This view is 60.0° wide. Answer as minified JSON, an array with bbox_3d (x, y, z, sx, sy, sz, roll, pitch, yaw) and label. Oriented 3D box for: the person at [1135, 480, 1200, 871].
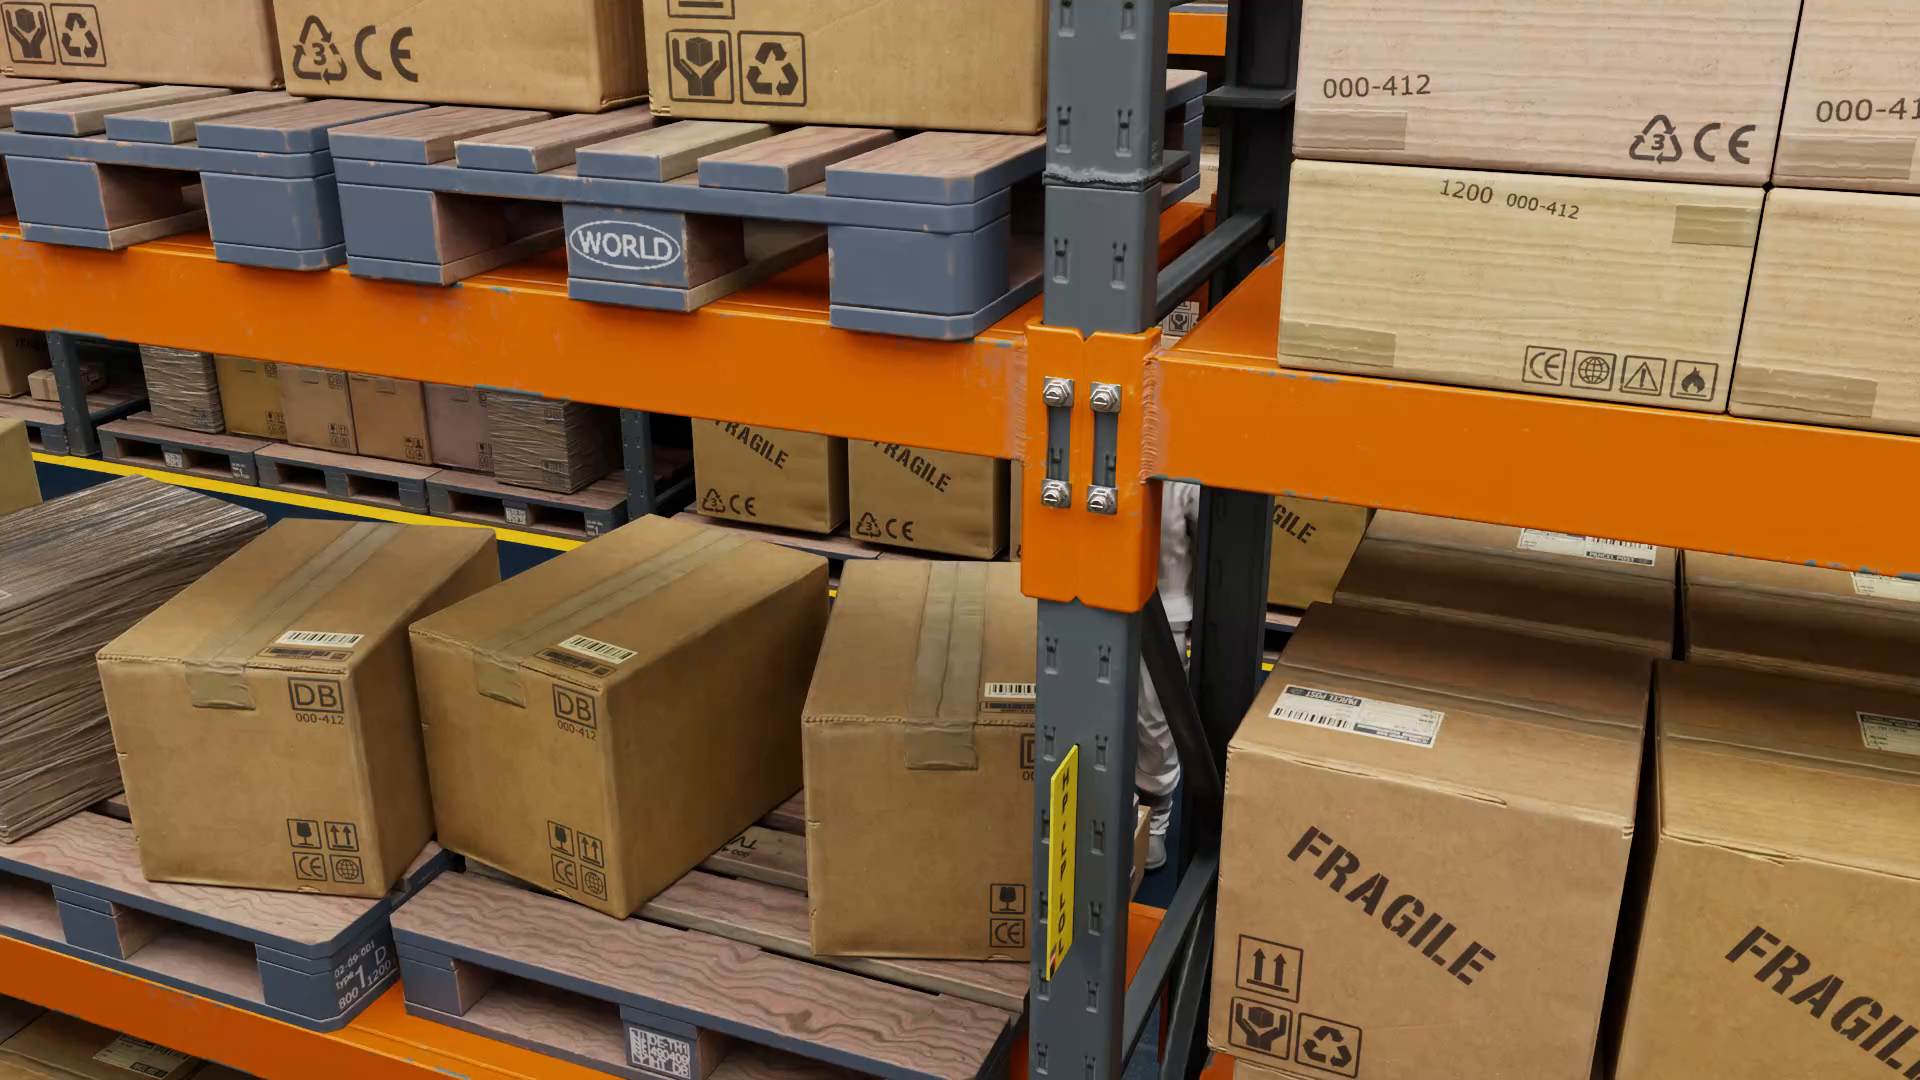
[{"bbox_3d":[0.610,0.309,5.811,0.619,1.780,0.448,7,23,17],"label":"person"}]
